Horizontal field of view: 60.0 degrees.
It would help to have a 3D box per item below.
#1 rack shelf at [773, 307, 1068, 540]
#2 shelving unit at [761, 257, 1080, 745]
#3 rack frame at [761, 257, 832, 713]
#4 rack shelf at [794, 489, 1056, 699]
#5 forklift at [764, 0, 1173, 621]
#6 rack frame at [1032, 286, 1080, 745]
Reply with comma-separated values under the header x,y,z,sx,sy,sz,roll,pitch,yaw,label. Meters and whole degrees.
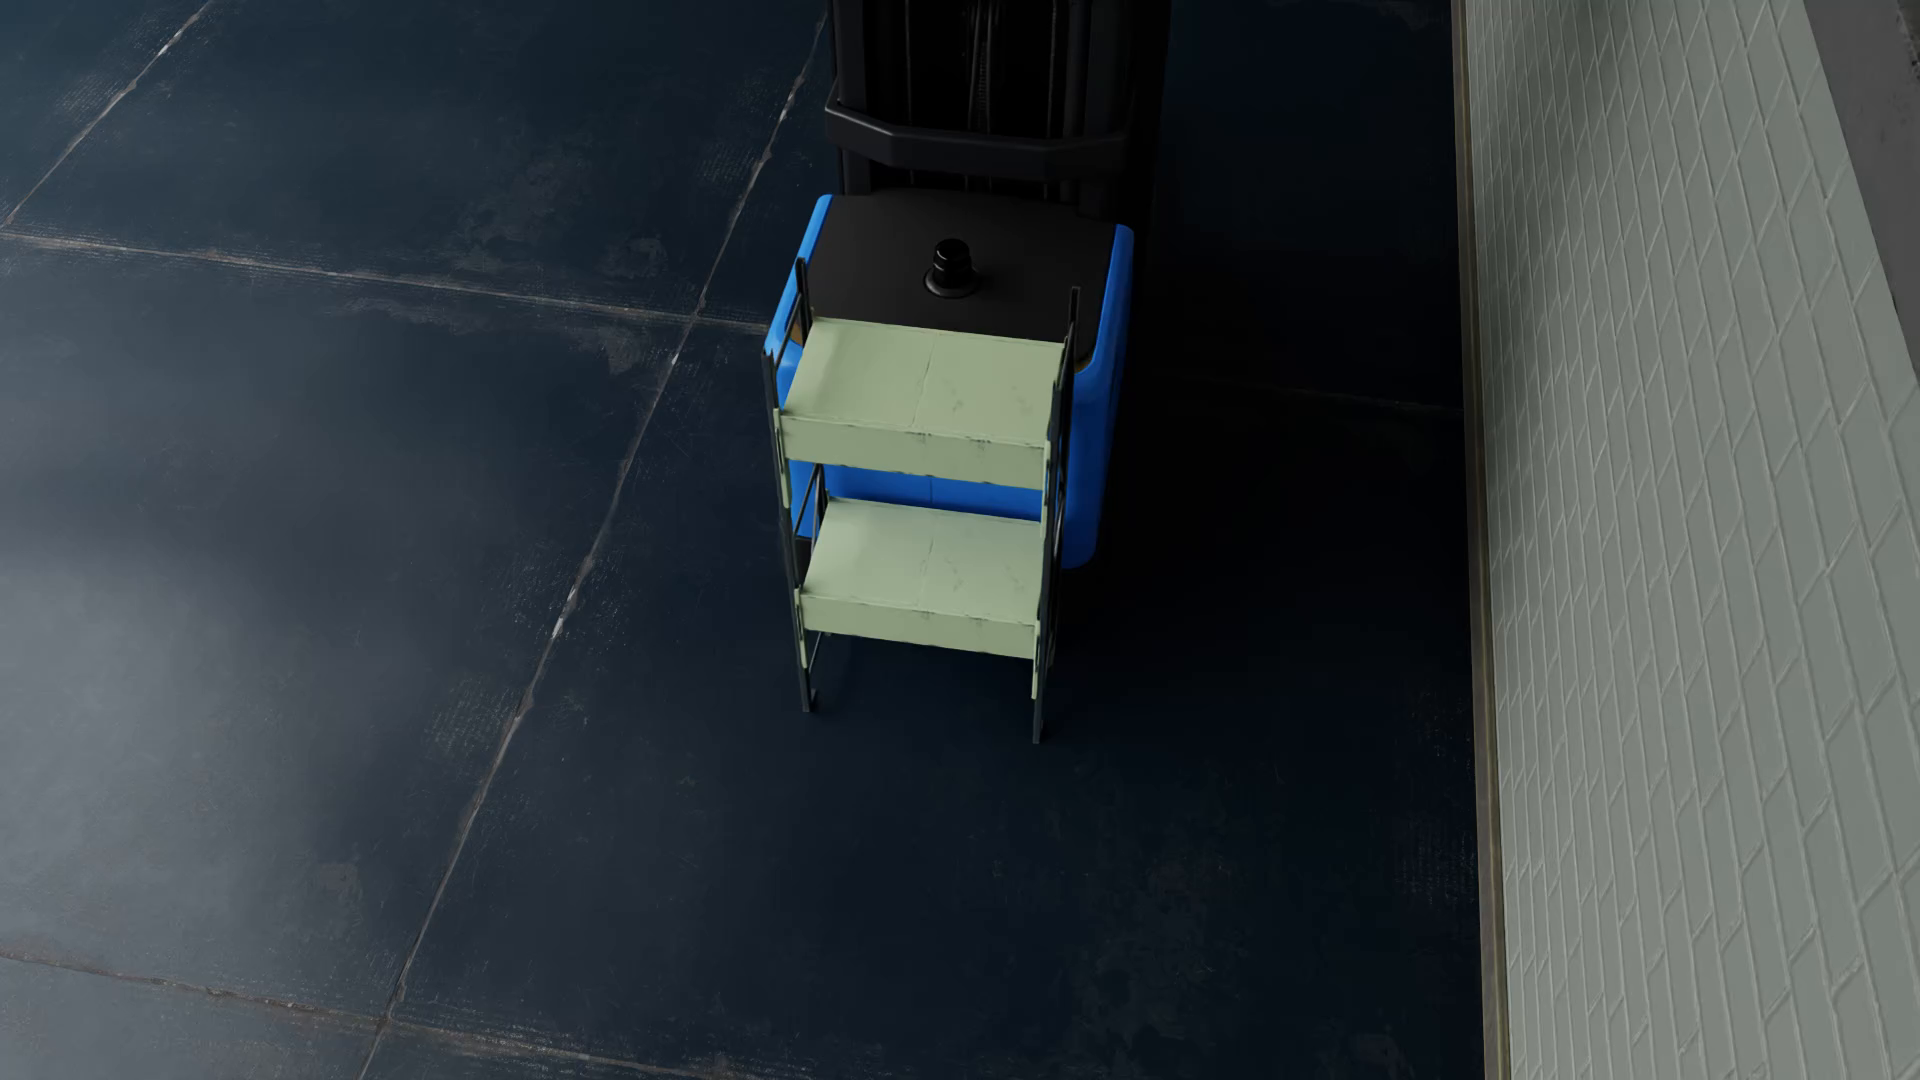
x,y,z,sx,sy,sz,roll,pitch,yaw,label
-0.091,-0.318,4.502,0.720,0.370,0.431,7,48,6,rack shelf
-0.091,-0.057,4.793,0.755,1.500,0.431,7,48,6,shelving unit
-0.452,-0.102,4.833,0.023,1.500,0.400,7,48,6,rack frame
-0.091,0.161,5.035,0.720,0.370,0.431,7,48,6,rack shelf
0.162,-1.832,5.425,1.130,2.935,3.031,7,48,6,forklift
0.270,-0.012,4.752,0.023,1.500,0.400,7,48,6,rack frame
